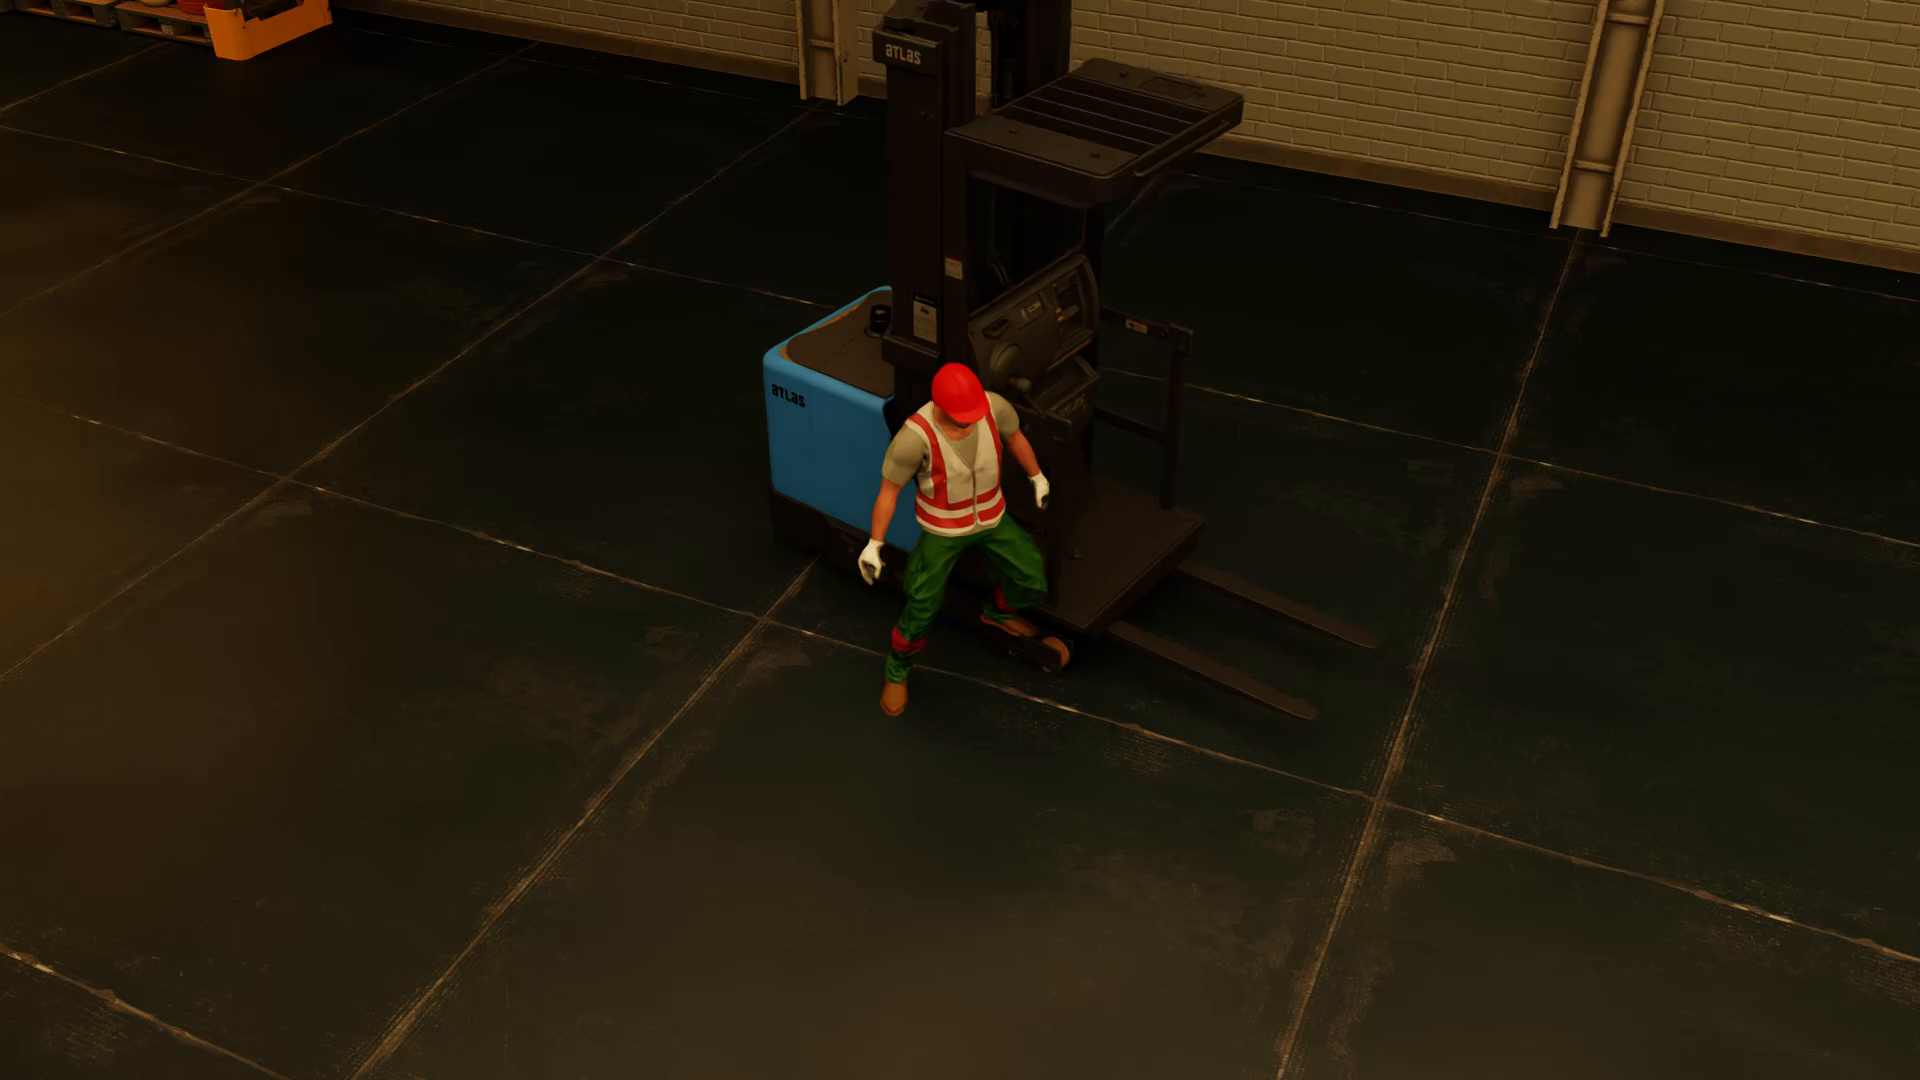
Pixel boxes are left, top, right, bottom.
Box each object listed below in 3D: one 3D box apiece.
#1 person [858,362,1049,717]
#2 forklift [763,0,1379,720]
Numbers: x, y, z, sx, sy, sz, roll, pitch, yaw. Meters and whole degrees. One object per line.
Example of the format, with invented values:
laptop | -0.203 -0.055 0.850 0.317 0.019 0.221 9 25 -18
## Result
person | 0.008 -0.042 7.198 0.955 1.734 0.448 -17 39 -23
forklift | 0.507 -0.925 7.384 3.031 2.935 1.130 24 42 30
